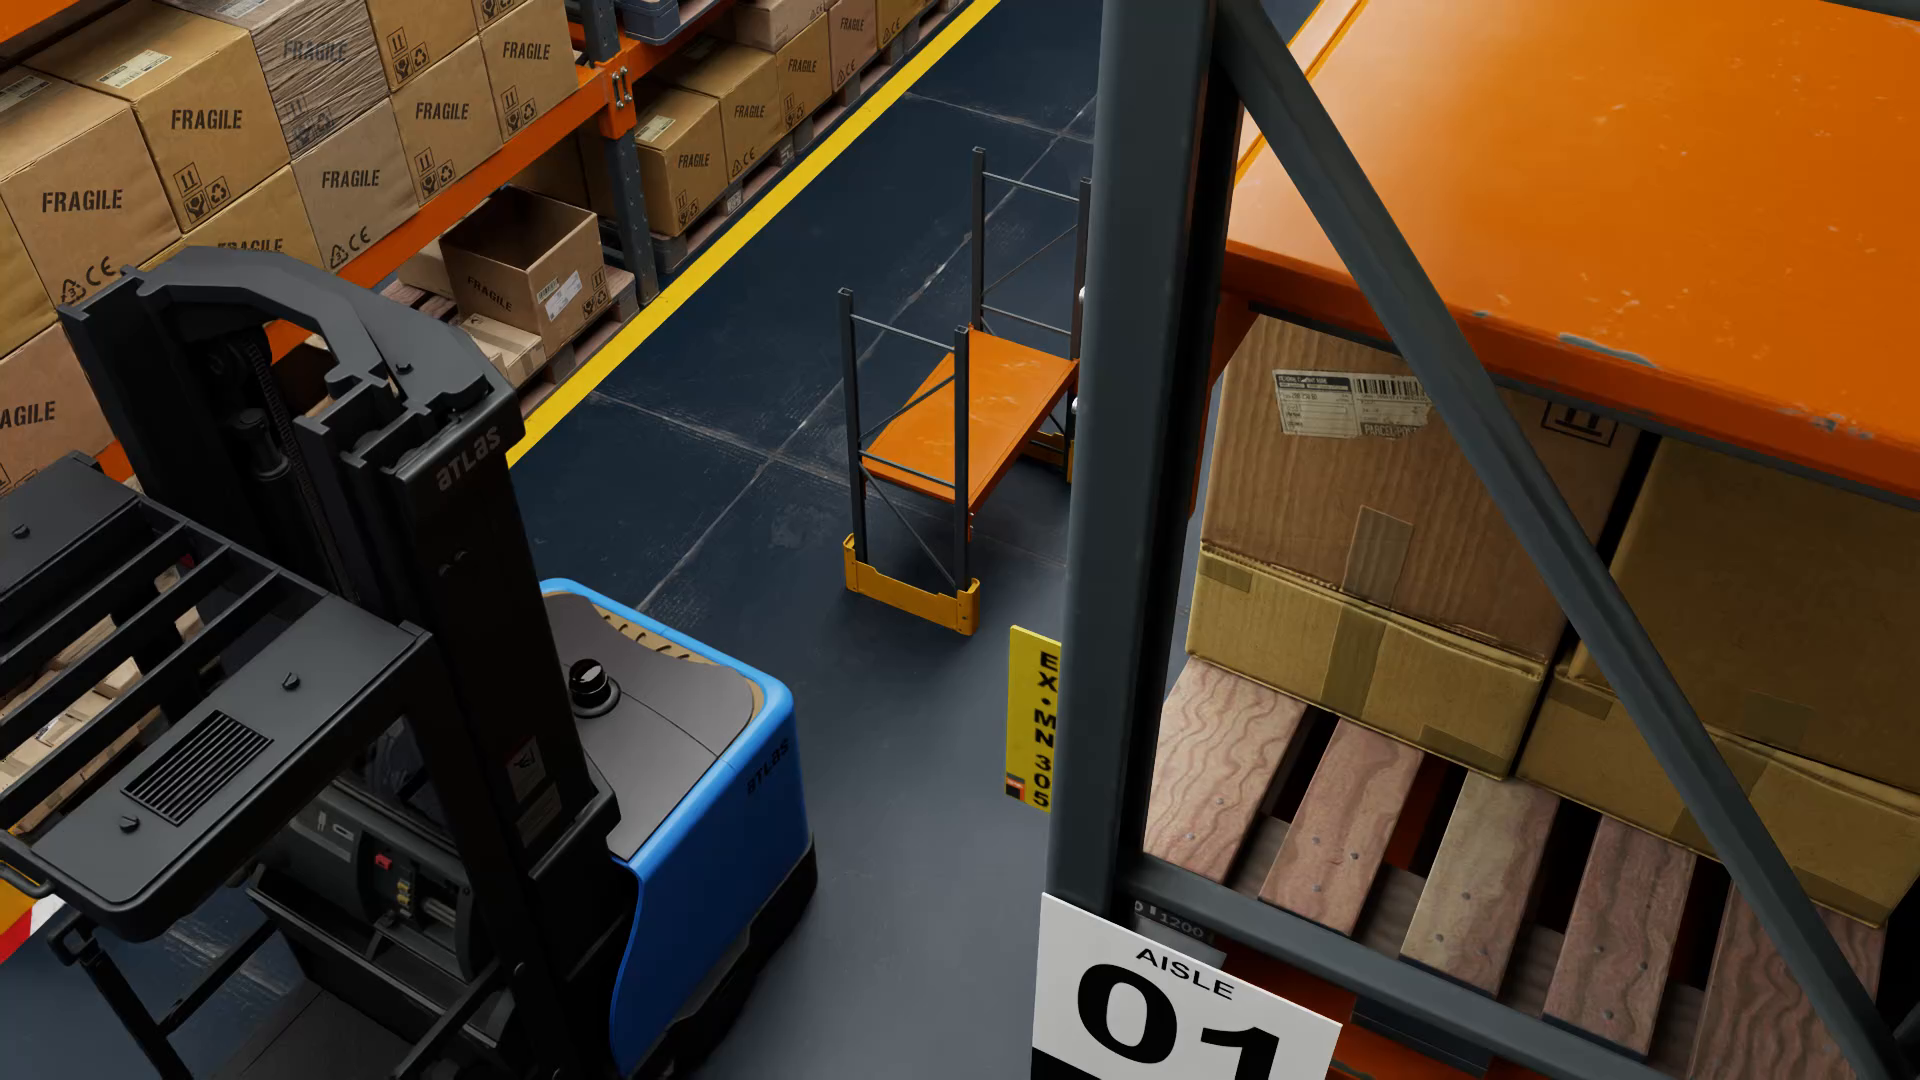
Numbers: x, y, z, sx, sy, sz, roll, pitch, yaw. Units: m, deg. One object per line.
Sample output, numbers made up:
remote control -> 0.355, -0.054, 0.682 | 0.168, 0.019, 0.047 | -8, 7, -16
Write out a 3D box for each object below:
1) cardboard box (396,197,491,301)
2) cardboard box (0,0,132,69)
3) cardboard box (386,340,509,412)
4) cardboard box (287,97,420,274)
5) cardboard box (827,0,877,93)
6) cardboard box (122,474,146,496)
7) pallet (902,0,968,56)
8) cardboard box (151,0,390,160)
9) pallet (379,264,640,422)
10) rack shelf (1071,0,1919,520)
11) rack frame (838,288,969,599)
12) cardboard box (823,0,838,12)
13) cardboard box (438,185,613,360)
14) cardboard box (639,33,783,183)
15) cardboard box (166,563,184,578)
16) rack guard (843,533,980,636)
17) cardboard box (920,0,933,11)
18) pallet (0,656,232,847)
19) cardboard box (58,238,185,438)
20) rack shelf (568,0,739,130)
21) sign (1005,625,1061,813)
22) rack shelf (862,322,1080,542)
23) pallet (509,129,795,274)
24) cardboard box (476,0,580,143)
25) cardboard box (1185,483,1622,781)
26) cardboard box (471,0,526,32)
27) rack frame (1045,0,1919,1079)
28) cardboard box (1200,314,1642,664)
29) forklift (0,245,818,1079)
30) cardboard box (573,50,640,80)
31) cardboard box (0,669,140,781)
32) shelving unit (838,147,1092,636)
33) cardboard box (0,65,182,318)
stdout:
cardboard box -> -2.341, -1.414, 7.900 | 0.500, 0.311, 0.500 | 20, 49, 19
cardboard box -> -3.140, -1.606, 5.735 | 0.500, 0.500, 0.500 | 22, 49, 20
cardboard box -> -2.316, -0.682, 7.176 | 0.500, 0.311, 0.500 | 20, 49, 19
cardboard box -> -2.434, -1.384, 6.218 | 0.500, 0.500, 0.500 | 22, 49, 20
cardboard box -> -0.803, -2.869, 9.204 | 0.500, 0.500, 0.500 | 19, 48, 18
cardboard box -> -3.310, -0.079, 6.622 | 0.500, 0.250, 0.500 | 20, 49, 19
pallet -> -0.478, -3.480, 10.321 | 1.003, 0.211, 1.213 | 20, 49, 19
cardboard box -> -2.430, -1.739, 5.867 | 0.500, 0.500, 0.500 | 21, 49, 19
pallet -> -2.275, -0.985, 7.855 | 1.003, 0.211, 1.213 | 20, 49, 19
rack shelf -> 1.506, -1.220, 2.696 | 1.077, 0.370, 4.000 | 20, 49, 19
rack frame -> -0.196, -0.261, 6.233 | 0.500, 1.500, 0.032 | 20, 49, 19
cardboard box -> -0.818, -3.108, 8.913 | 0.500, 0.250, 0.500 | 20, 49, 18
cardboard box -> -1.968, -1.221, 7.576 | 0.500, 0.500, 0.500 | 20, 49, 19
cardboard box -> -1.277, -2.238, 8.581 | 0.500, 0.500, 0.500 | 21, 49, 20
cardboard box -> -2.844, 0.055, 6.490 | 0.500, 0.250, 0.500 | 20, 49, 19
rack guard -> -0.196, 0.178, 6.678 | 0.587, 0.250, 0.087 | 20, 49, 19
cardboard box -> -0.324, -3.527, 9.855 | 0.500, 0.500, 0.500 | 22, 49, 21
pallet -> -3.407, 0.552, 6.336 | 1.003, 0.211, 1.213 | 20, 49, 19
cardboard box -> -2.902, -0.748, 5.590 | 0.500, 0.500, 0.500 | 20, 49, 19
rack shelf -> -1.027, -3.405, 8.792 | 1.077, 0.370, 4.000 | 20, 49, 19
sign -> 0.103, 0.229, 2.018 | 0.100, 0.325, 0.005 | 20, 49, 19
rack shelf -> 0.040, -0.455, 6.678 | 0.538, 0.185, 1.000 | 20, 49, 19
pallet -> -1.611, -1.943, 8.801 | 1.003, 0.211, 1.213 | 20, 49, 19
cardboard box -> -1.960, -2.033, 6.860 | 0.500, 0.500, 0.500 | 21, 49, 20
cardboard box -> 0.682, 0.022, 2.530 | 0.500, 0.250, 0.500 | 22, 49, 20
cardboard box -> -1.960, -2.380, 6.500 | 0.500, 0.500, 0.500 | 21, 49, 19
rack frame -> 0.578, -0.354, 1.053 | 1.000, 3.000, 0.127 | 20, 49, 19
cardboard box -> 0.676, -0.244, 2.266 | 0.500, 0.500, 0.500 | 20, 49, 19
forklift -> -1.682, 0.900, 4.079 | 1.130, 2.935, 3.031 | 23, 50, 21
cardboard box -> -1.743, -2.388, 8.729 | 0.500, 0.500, 0.500 | 21, 49, 19
cardboard box -> -3.197, 0.655, 5.956 | 0.380, 0.166, 0.250 | 20, 49, 19
shelving unit -> 0.035, -0.575, 6.544 | 0.587, 1.500, 1.083 | 20, 49, 19
cardboard box -> -2.900, -1.103, 5.237 | 0.500, 0.500, 0.500 | 21, 49, 20
